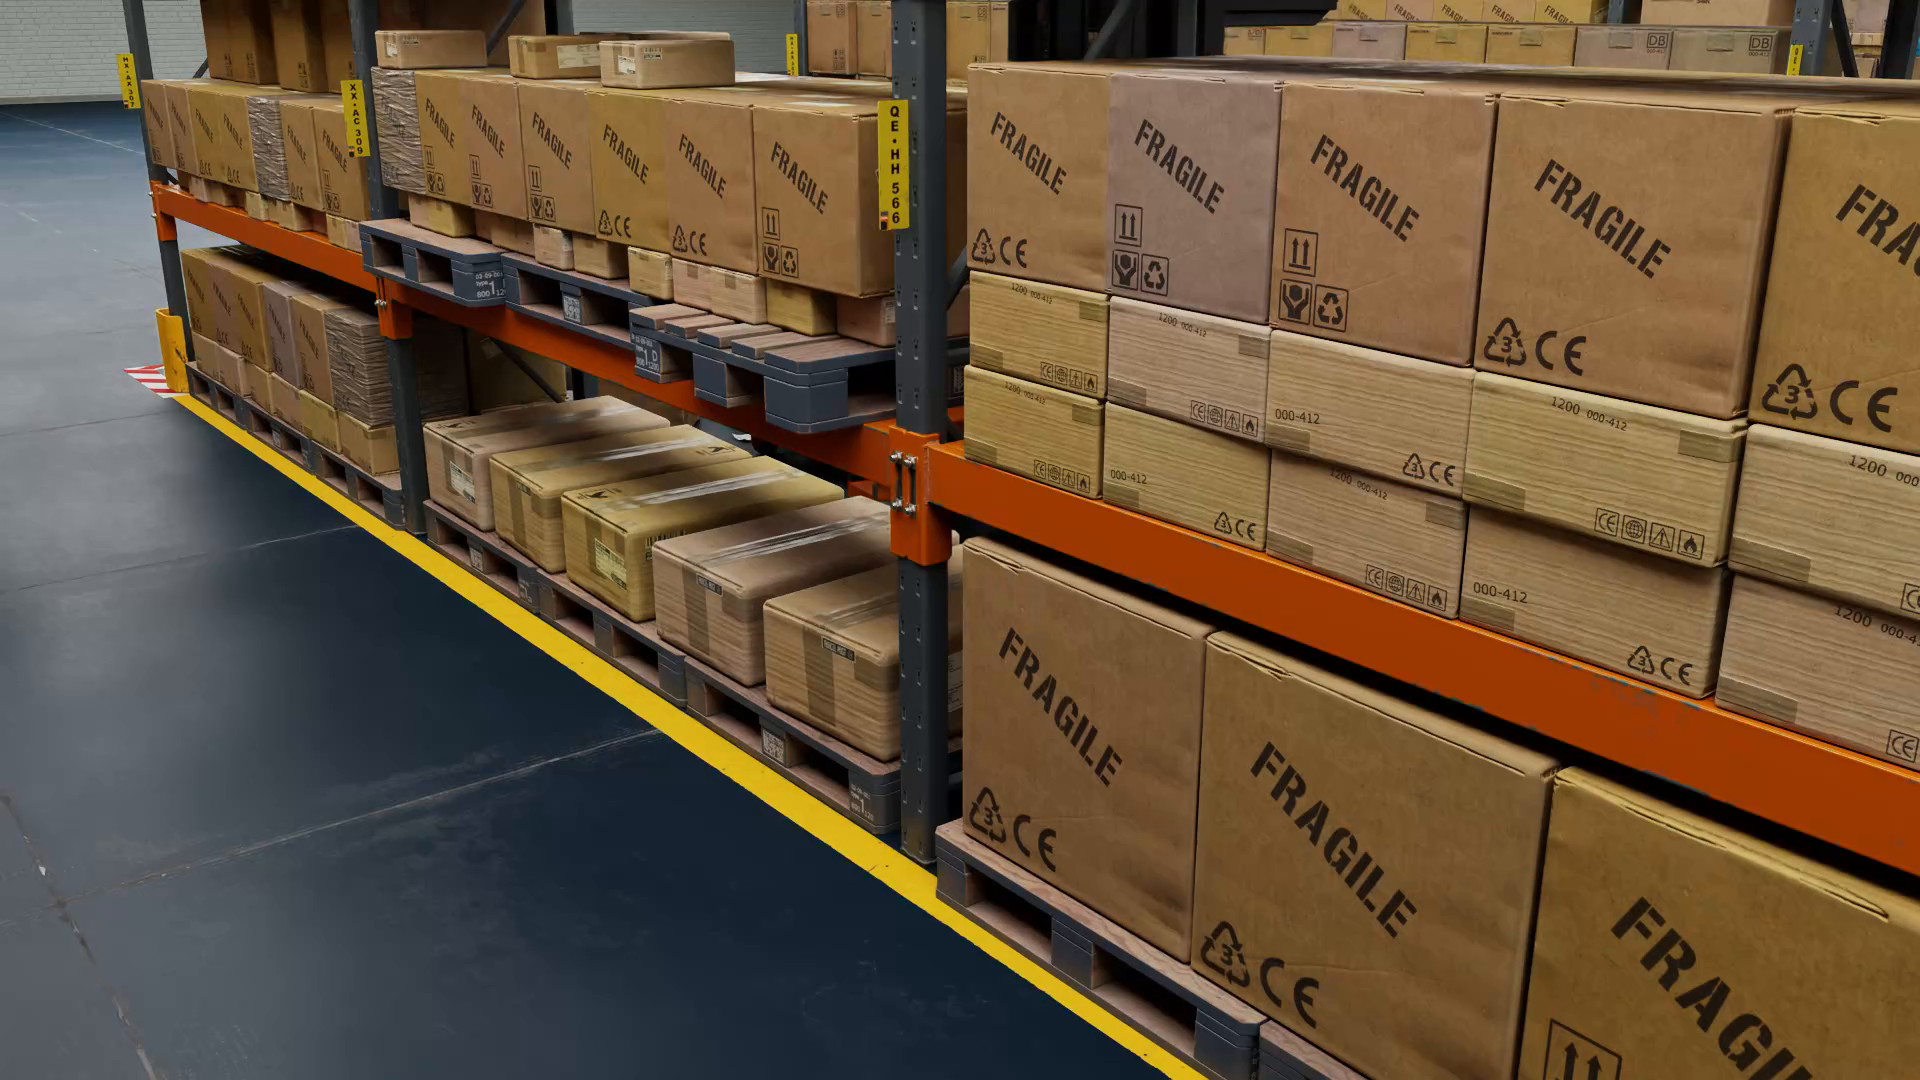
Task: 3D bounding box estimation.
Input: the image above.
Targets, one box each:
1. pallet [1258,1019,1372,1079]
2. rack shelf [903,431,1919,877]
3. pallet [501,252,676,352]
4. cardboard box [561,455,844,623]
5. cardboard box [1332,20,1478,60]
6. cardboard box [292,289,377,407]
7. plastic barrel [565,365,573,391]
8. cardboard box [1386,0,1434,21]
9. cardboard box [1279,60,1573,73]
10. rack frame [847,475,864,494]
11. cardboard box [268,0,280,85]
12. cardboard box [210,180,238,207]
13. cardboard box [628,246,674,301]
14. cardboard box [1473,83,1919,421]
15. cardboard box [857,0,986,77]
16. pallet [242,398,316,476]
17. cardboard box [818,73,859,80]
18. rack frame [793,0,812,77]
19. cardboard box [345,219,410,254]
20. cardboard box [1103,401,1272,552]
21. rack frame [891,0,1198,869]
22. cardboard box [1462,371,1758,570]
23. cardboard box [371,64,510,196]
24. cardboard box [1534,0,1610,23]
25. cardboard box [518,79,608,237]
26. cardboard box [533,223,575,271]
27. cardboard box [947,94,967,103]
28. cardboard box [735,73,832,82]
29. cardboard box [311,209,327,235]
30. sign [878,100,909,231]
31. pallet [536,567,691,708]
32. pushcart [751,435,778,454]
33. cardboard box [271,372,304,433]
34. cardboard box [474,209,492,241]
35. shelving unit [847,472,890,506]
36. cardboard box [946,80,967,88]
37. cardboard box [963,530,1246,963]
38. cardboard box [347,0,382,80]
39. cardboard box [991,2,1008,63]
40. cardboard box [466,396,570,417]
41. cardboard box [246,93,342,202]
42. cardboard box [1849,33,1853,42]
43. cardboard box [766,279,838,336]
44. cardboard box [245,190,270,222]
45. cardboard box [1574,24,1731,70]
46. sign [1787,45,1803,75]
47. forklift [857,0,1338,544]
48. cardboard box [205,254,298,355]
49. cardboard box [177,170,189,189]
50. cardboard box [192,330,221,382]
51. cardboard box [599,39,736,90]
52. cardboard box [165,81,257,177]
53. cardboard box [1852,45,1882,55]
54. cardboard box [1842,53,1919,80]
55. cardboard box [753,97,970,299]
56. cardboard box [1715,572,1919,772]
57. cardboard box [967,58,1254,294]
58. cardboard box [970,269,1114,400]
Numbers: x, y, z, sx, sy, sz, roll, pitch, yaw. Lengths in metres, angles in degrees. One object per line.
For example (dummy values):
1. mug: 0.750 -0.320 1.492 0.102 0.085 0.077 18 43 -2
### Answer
1. pallet: 1.435 1.270 3.692 1.003 0.211 1.213 -14 23 -36
2. rack shelf: 1.493 0.271 3.417 1.077 0.370 4.000 -14 23 -36
3. pallet: -1.010 -0.952 6.271 1.003 0.211 1.213 -14 23 -36
4. cardboard box: -1.022 -0.025 6.677 0.950 0.372 0.625 -13 22 -34
5. cardboard box: 2.533 -2.690 9.465 0.700 0.500 0.500 -14 23 -36
6. cardboard box: -3.127 -1.017 8.676 0.500 0.500 0.500 -13 23 -35
7. plastic barrel: -2.247 -1.098 10.505 0.512 0.421 0.421 1 18 2
8. cardboard box: 4.112 -4.574 14.681 0.500 0.500 0.500 -14 23 -36
9. cardboard box: 1.102 -0.884 4.011 0.500 0.500 0.500 -13 23 -35
10. rack frame: -0.425 -0.445 7.537 0.200 1.050 0.008 -11 21 -30
11. cardboard box: -3.522 -2.883 9.574 0.700 0.500 0.500 -14 23 -37
12. cardboard box: -4.090 -2.022 9.596 0.380 0.149 0.250 -13 22 -35
13. cardboard box: -0.883 -0.912 5.577 0.380 0.149 0.250 -13 23 -35
14. cardboard box: 1.301 -0.540 2.973 0.500 0.500 0.500 -14 23 -35
15. cardboard box: -0.284 -3.893 12.891 0.875 0.550 0.550 -14 23 -36
16. pallet: -3.439 -0.685 9.594 1.003 0.211 1.213 -14 23 -36
17. cardboard box: -0.632 -3.514 13.465 0.875 0.550 0.550 -14 23 -36
18. rack frame: -0.898 -3.526 13.738 1.000 3.000 0.127 -14 23 -36
19. cardboard box: -2.671 -1.449 7.867 0.380 0.149 0.250 -14 23 -37
20. cardboard box: 0.691 -0.199 3.931 0.500 0.250 0.500 -15 23 -38
21. rack frame: 0.251 -0.563 4.792 1.000 3.000 0.127 -14 23 -36
22. cardboard box: 1.297 -0.176 3.066 0.500 0.250 0.500 -13 23 -35
23. cardboard box: -2.166 -1.766 7.122 0.500 0.500 0.500 -13 23 -35
24. cardboard box: 5.041 -4.204 13.563 0.500 0.500 0.500 -14 23 -36
25. cardboard box: -1.231 -1.393 5.998 0.500 0.500 0.500 -15 24 -38
26. cardboard box: -1.349 -1.105 6.158 0.380 0.149 0.250 -13 22 -34
27. cardboard box: 0.153 -1.107 5.135 0.500 0.500 0.500 -15 23 -38
28. cardboard box: -0.815 -1.489 6.286 0.500 0.500 0.500 -15 24 -38
29. cardboard box: -3.075 -1.653 8.483 0.380 0.149 0.250 -14 23 -37
30. sign: -0.168 -0.967 4.295 0.100 0.325 0.005 -14 23 -36
31. pallet: -0.986 0.267 6.720 1.003 0.211 1.213 -14 23 -36
32. pushcart: -0.476 -0.761 9.562 0.936 0.377 1.648 11 21 30
33. cardboard box: -3.461 -0.792 9.188 0.500 0.250 0.500 -14 23 -35
34. cardboard box: -1.753 -1.313 6.788 0.380 0.149 0.250 -12 22 -33
35. shelving unit: -0.361 -0.413 7.439 0.215 1.050 0.252 -11 21 -30
36. cardboard box: 0.337 -3.098 12.208 0.875 0.550 0.500 -14 23 -36
37. cardboard box: 0.615 0.432 4.497 0.875 0.875 0.875 -14 23 -37
38. cardboard box: -2.635 -2.493 8.397 0.700 0.500 0.500 -14 23 -36
39. cardboard box: 0.723 -3.494 11.686 0.875 0.550 0.550 -14 23 -36
40. cardboard box: -2.387 -0.641 8.733 0.500 0.250 0.500 -15 24 -39
41. cardboard box: -3.354 -2.051 8.653 0.500 0.500 0.500 -13 22 -35
42. cardboard box: 11.370 -6.429 21.315 0.380 0.149 0.250 -14 23 -37
43. cardboard box: -0.360 -0.730 5.027 0.380 0.149 0.250 -14 23 -35
44. cardboard box: -3.628 -1.824 9.000 0.380 0.149 0.250 -14 23 -36
45. cardboard box: 3.483 -2.313 8.327 0.700 0.500 0.500 -14 23 -37
46. sign: 3.636 -1.995 7.273 0.100 0.325 0.005 -14 23 -36
47. forklift: 1.035 -1.573 7.951 3.031 2.935 1.130 -11 21 -29
48. cardboard box: -4.088 -1.398 9.826 0.500 0.500 0.500 -15 24 -38
49. cardboard box: -4.667 -2.291 10.410 0.380 0.149 0.250 -14 23 -36
50. cardboard box: -4.432 -1.176 10.348 0.500 0.250 0.500 -14 23 -37
51. cardboard box: -0.986 -1.607 5.613 0.380 0.149 0.250 -15 24 -39
52. cardboard box: -4.315 -2.425 9.783 0.500 0.500 0.500 -13 22 -34
53. cardboard box: 11.734 -6.079 21.291 0.700 0.500 0.500 -14 23 -36
54. cardboard box: 6.685 -3.322 12.292 0.797 0.503 0.637 -11 21 -31
55. cardboard box: -0.249 -1.009 4.838 0.500 0.500 0.500 -15 23 -38
56. cardboard box: 1.645 0.178 2.790 0.500 0.250 0.500 -15 23 -38
57. cardboard box: 0.366 -0.916 4.108 0.500 0.500 0.500 -15 23 -38
58. cardboard box: 0.372 -0.556 4.214 0.500 0.250 0.500 -14 23 -36
